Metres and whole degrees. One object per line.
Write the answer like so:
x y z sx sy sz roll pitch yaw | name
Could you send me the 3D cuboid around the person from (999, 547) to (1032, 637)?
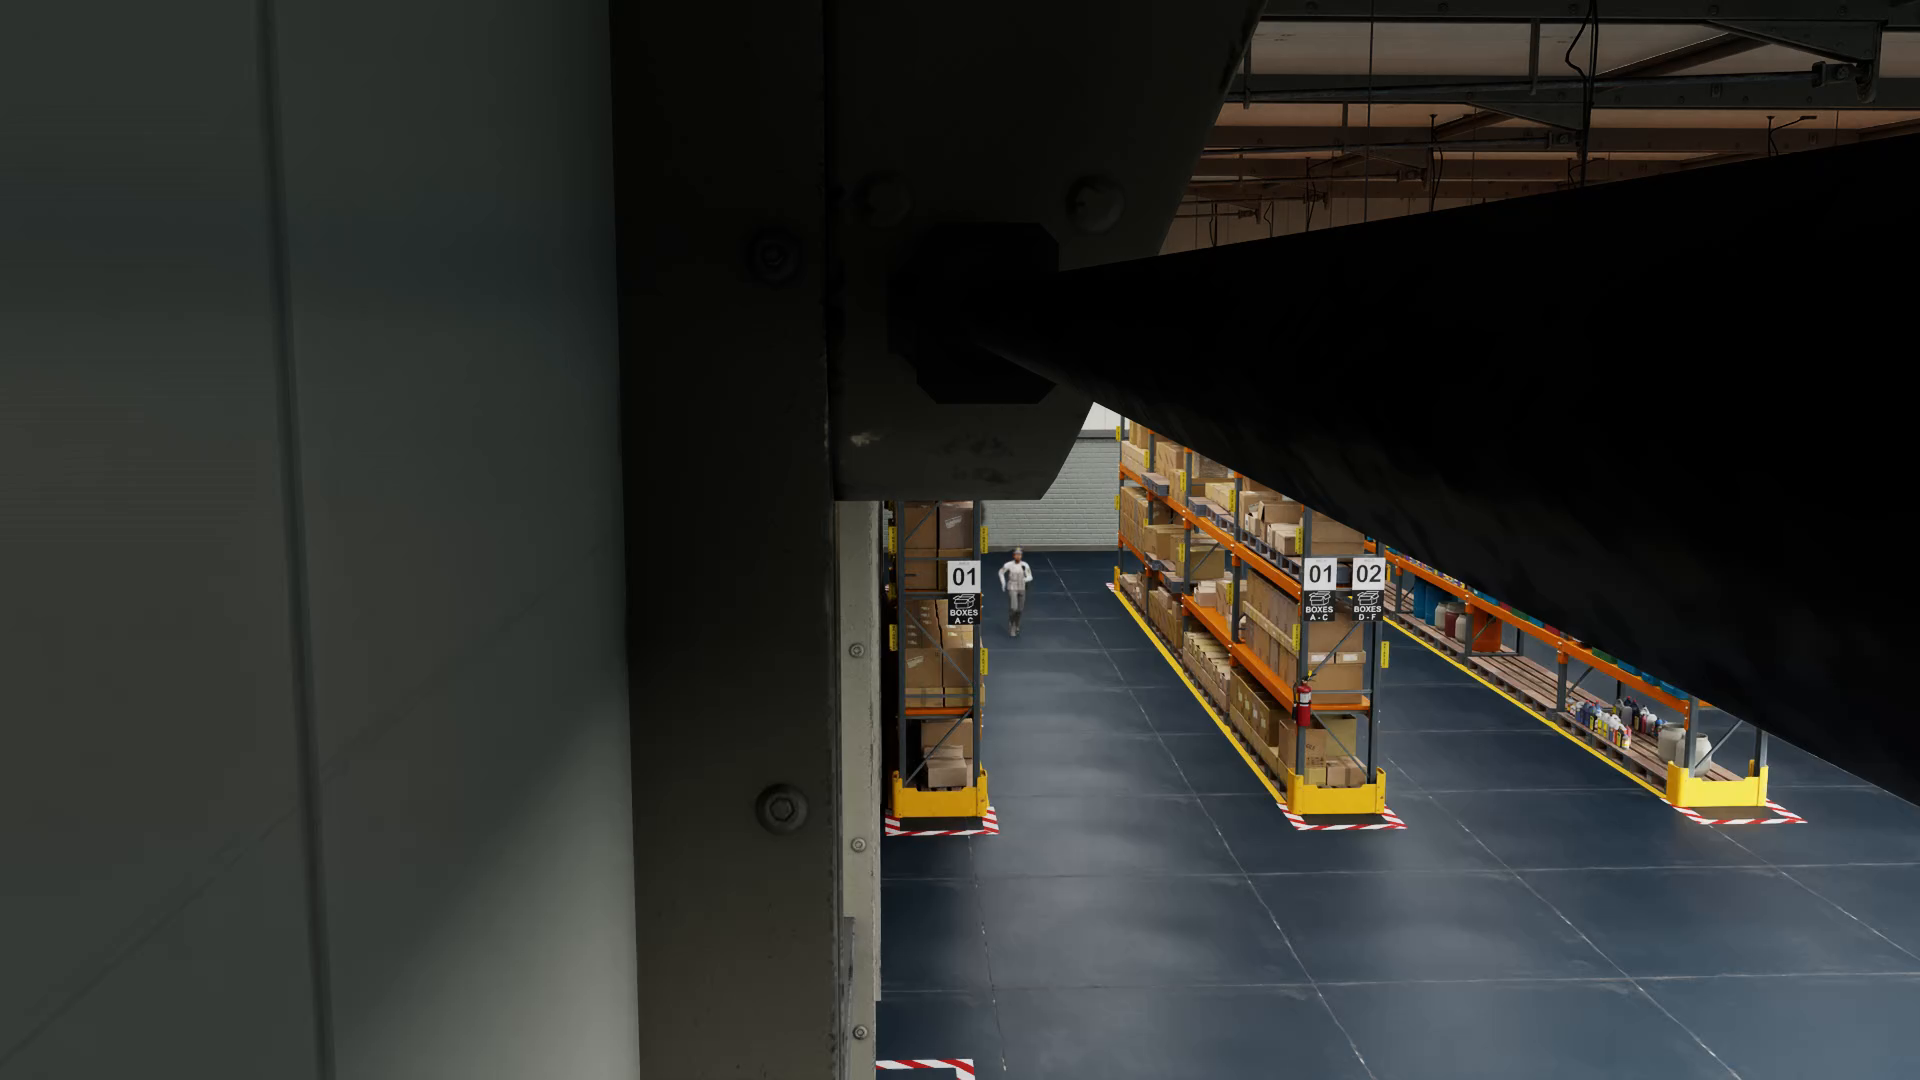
1.073 0.979 31.448 0.575 1.718 0.695 -2 8 -14 | person
